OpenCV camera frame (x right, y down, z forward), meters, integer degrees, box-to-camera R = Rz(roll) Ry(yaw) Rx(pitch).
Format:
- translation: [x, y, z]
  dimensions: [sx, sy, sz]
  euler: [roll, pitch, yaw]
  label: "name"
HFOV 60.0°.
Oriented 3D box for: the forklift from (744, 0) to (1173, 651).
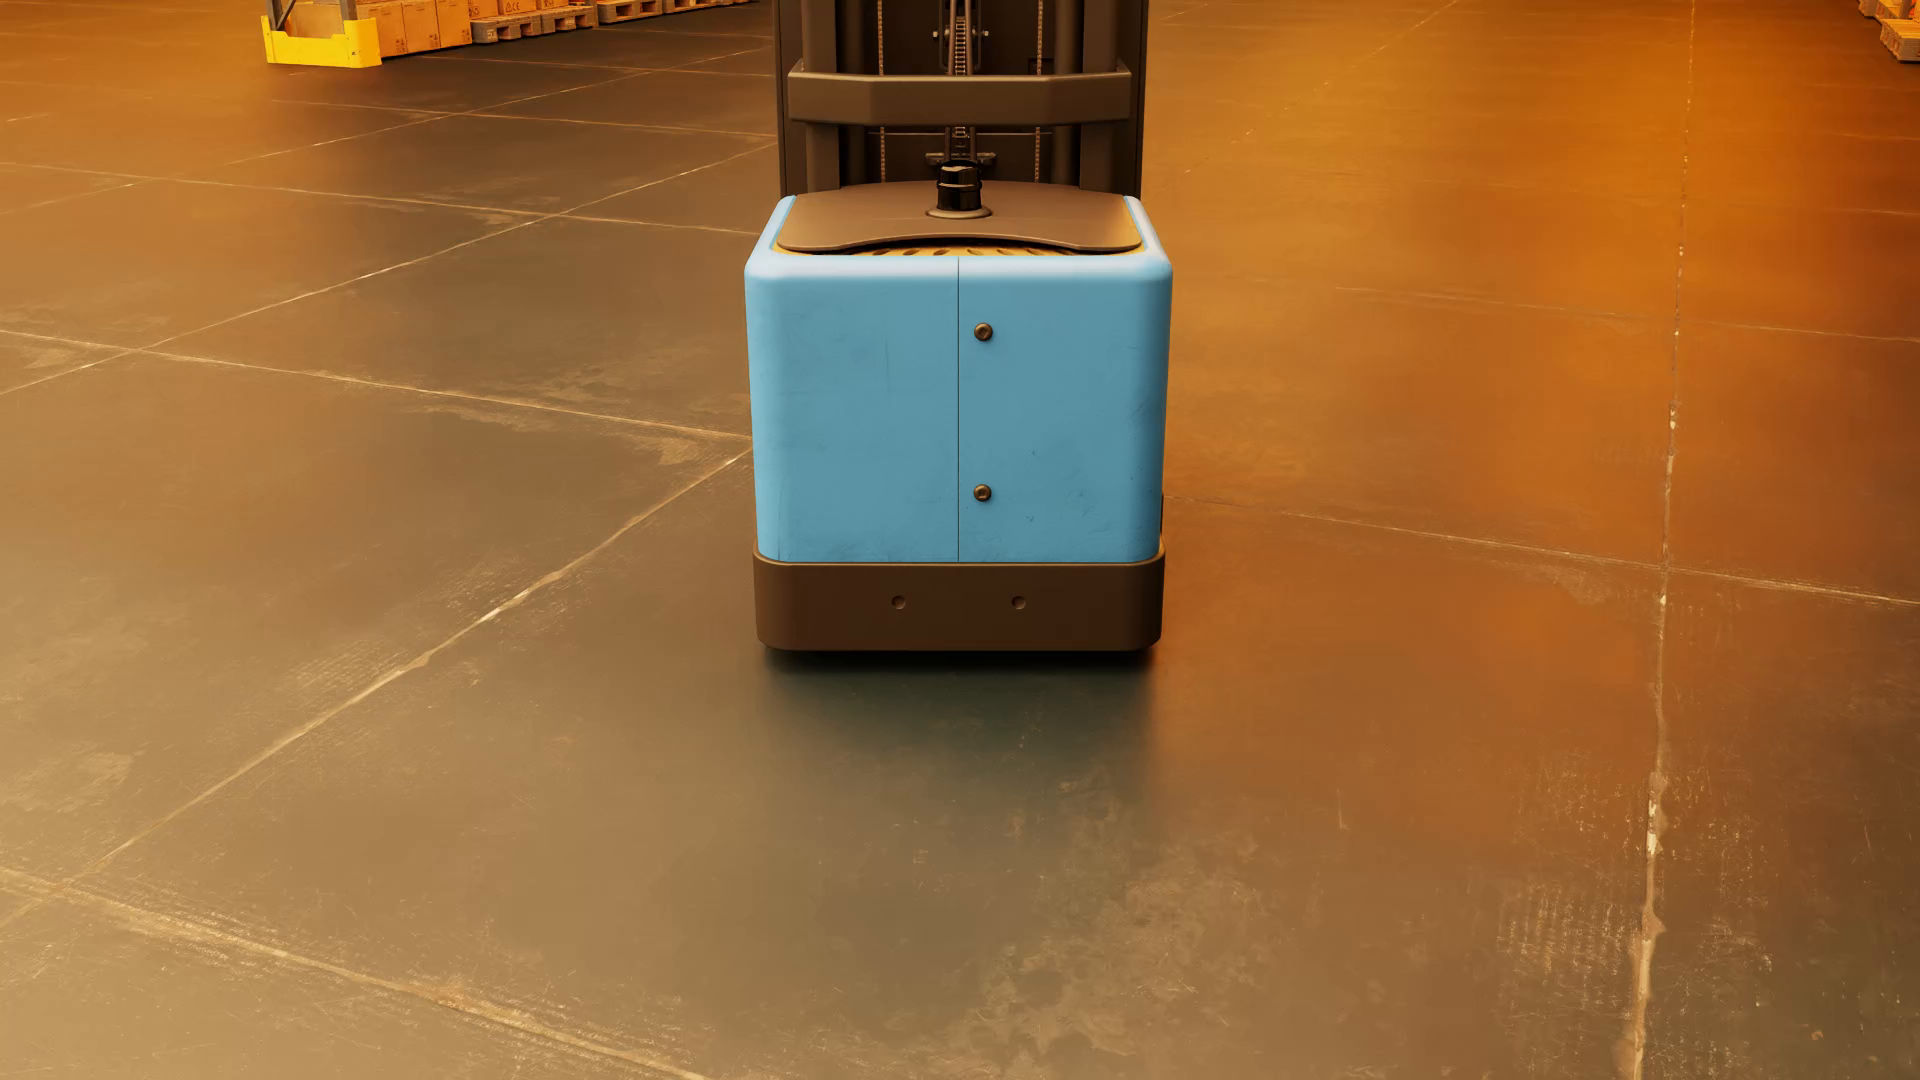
- translation: [0.002, -1.587, 5.089]
  dimensions: [1.130, 2.935, 3.031]
  euler: [0, 23, 0]
  label: "forklift"
